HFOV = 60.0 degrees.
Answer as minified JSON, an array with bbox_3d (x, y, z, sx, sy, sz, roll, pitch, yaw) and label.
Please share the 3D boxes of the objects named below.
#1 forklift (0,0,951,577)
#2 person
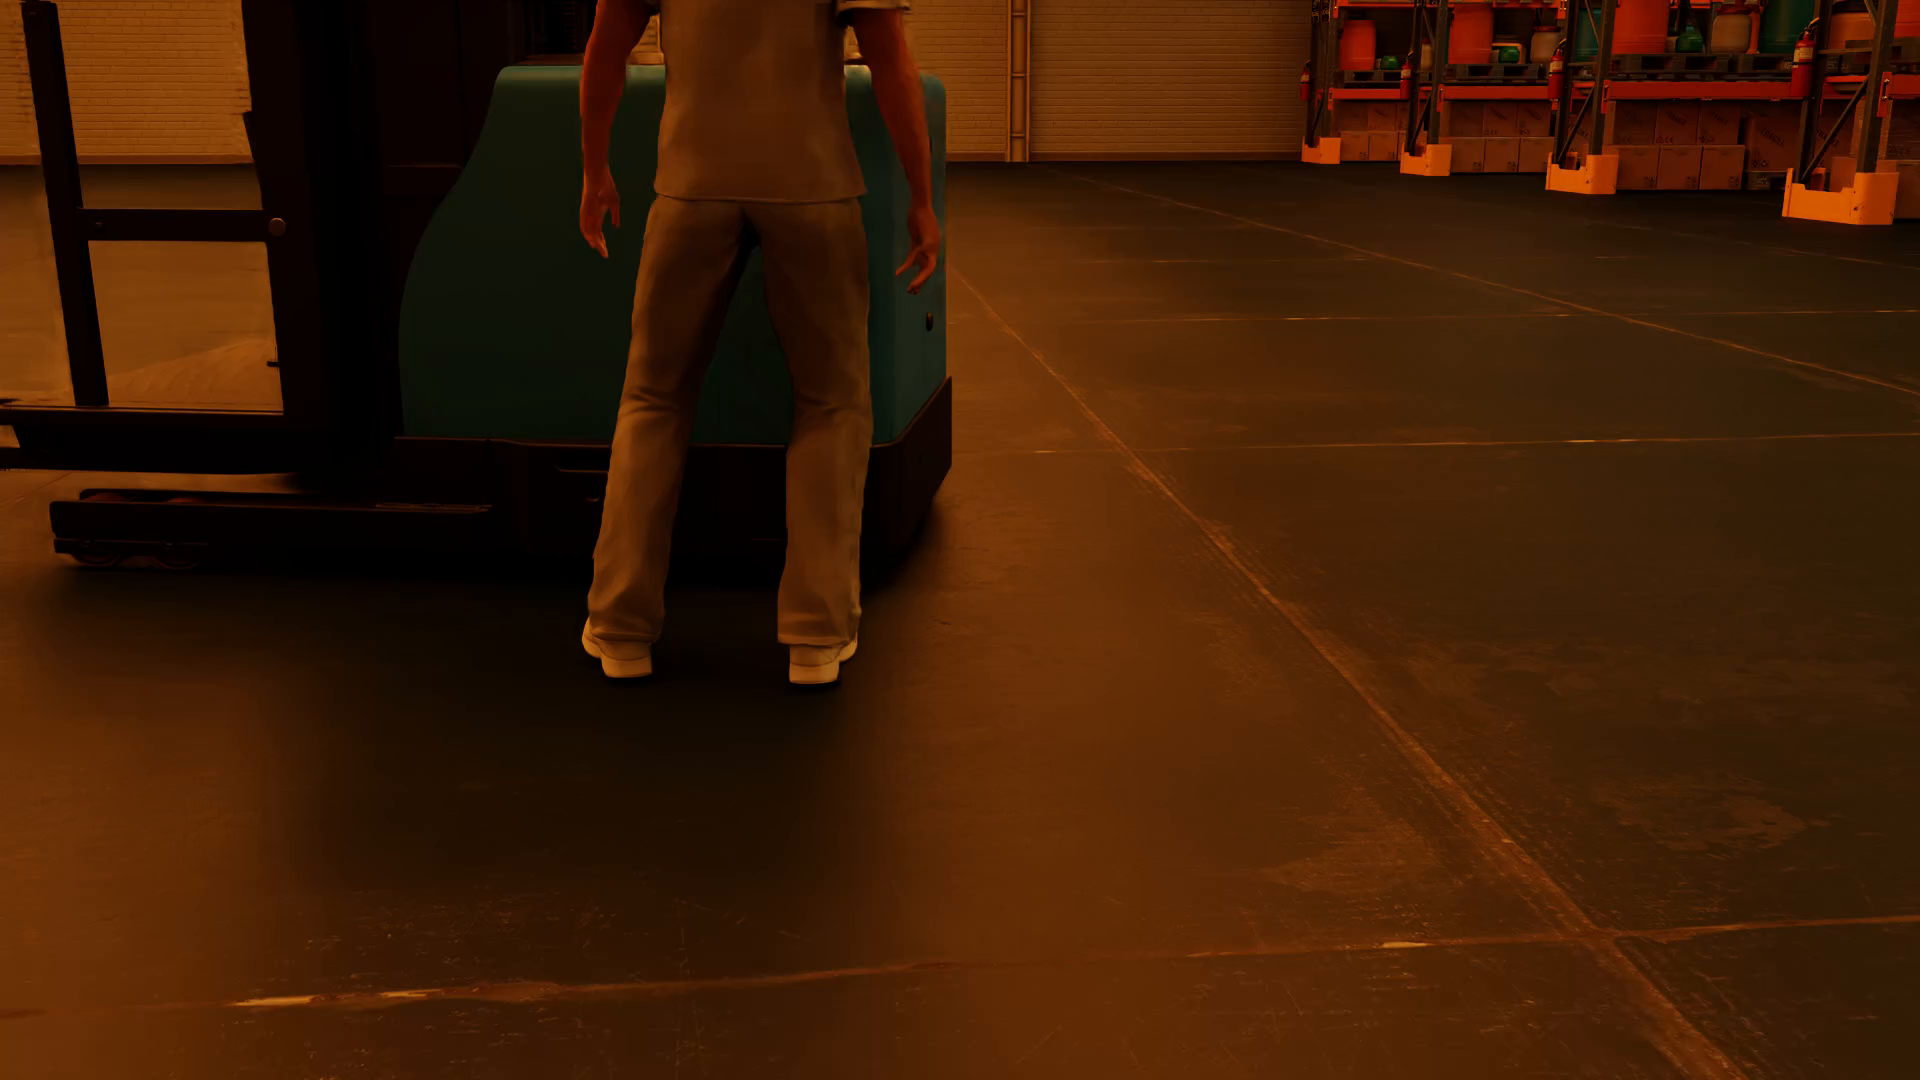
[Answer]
[{"bbox_3d":[-1.577,-1.481,3.803,3.031,2.935,1.130,2,15,7],"label":"forklift"},{"bbox_3d":[-0.381,-0.574,2.874,0.700,1.652,0.315,1,15,5],"label":"person"}]
